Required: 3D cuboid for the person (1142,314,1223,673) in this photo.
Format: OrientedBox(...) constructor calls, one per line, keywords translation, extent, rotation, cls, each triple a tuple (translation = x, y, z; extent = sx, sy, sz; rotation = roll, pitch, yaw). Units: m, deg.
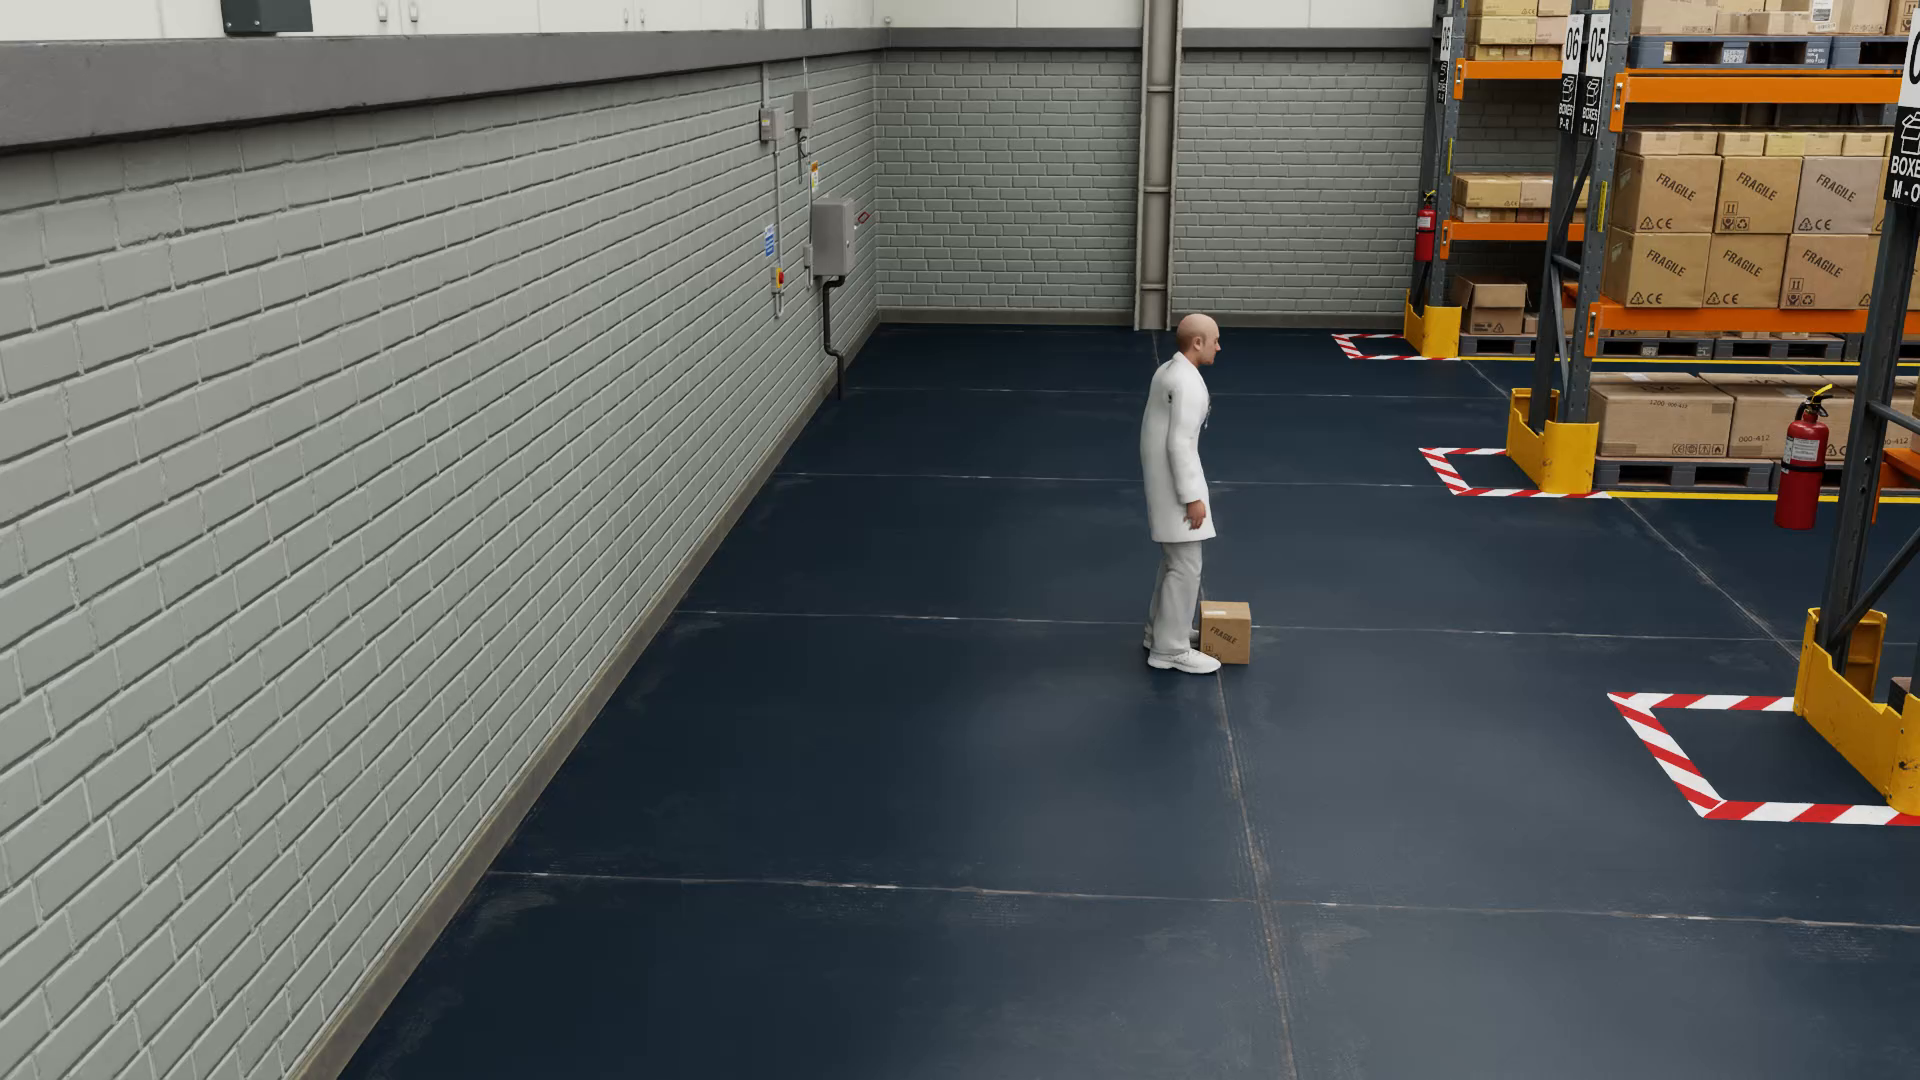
OrientedBox(translation=(1.121, -0.254, 8.392), extent=(0.415, 1.774, 0.653), rotation=(1, 17, 3), cls="person")
